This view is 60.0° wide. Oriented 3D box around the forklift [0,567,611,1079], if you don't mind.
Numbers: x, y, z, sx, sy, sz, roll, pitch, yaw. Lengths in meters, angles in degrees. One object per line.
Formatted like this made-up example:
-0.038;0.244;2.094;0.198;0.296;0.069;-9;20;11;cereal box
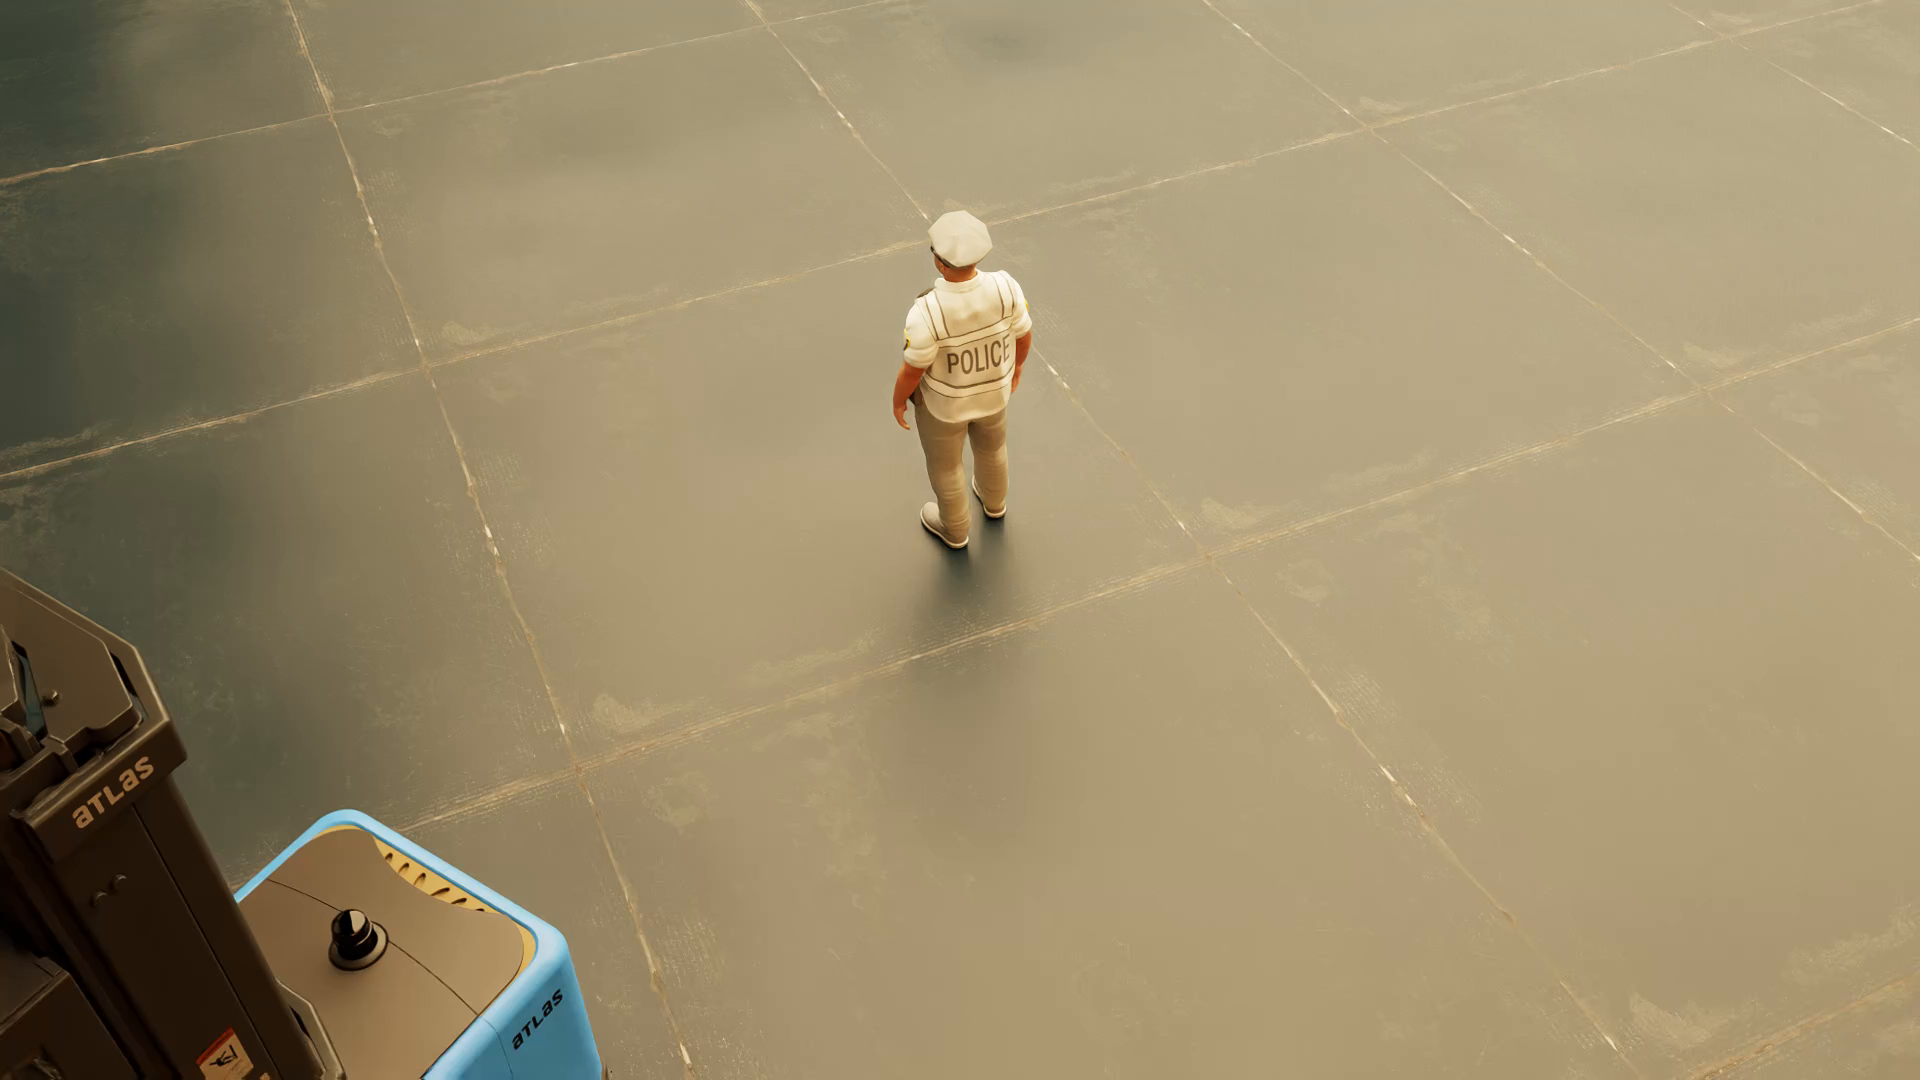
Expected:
-2.372;1.584;3.983;1.130;2.935;3.031;23;48;23;forklift

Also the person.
-0.022;-0.709;7.270;0.641;1.780;0.574;-18;46;-18;person
